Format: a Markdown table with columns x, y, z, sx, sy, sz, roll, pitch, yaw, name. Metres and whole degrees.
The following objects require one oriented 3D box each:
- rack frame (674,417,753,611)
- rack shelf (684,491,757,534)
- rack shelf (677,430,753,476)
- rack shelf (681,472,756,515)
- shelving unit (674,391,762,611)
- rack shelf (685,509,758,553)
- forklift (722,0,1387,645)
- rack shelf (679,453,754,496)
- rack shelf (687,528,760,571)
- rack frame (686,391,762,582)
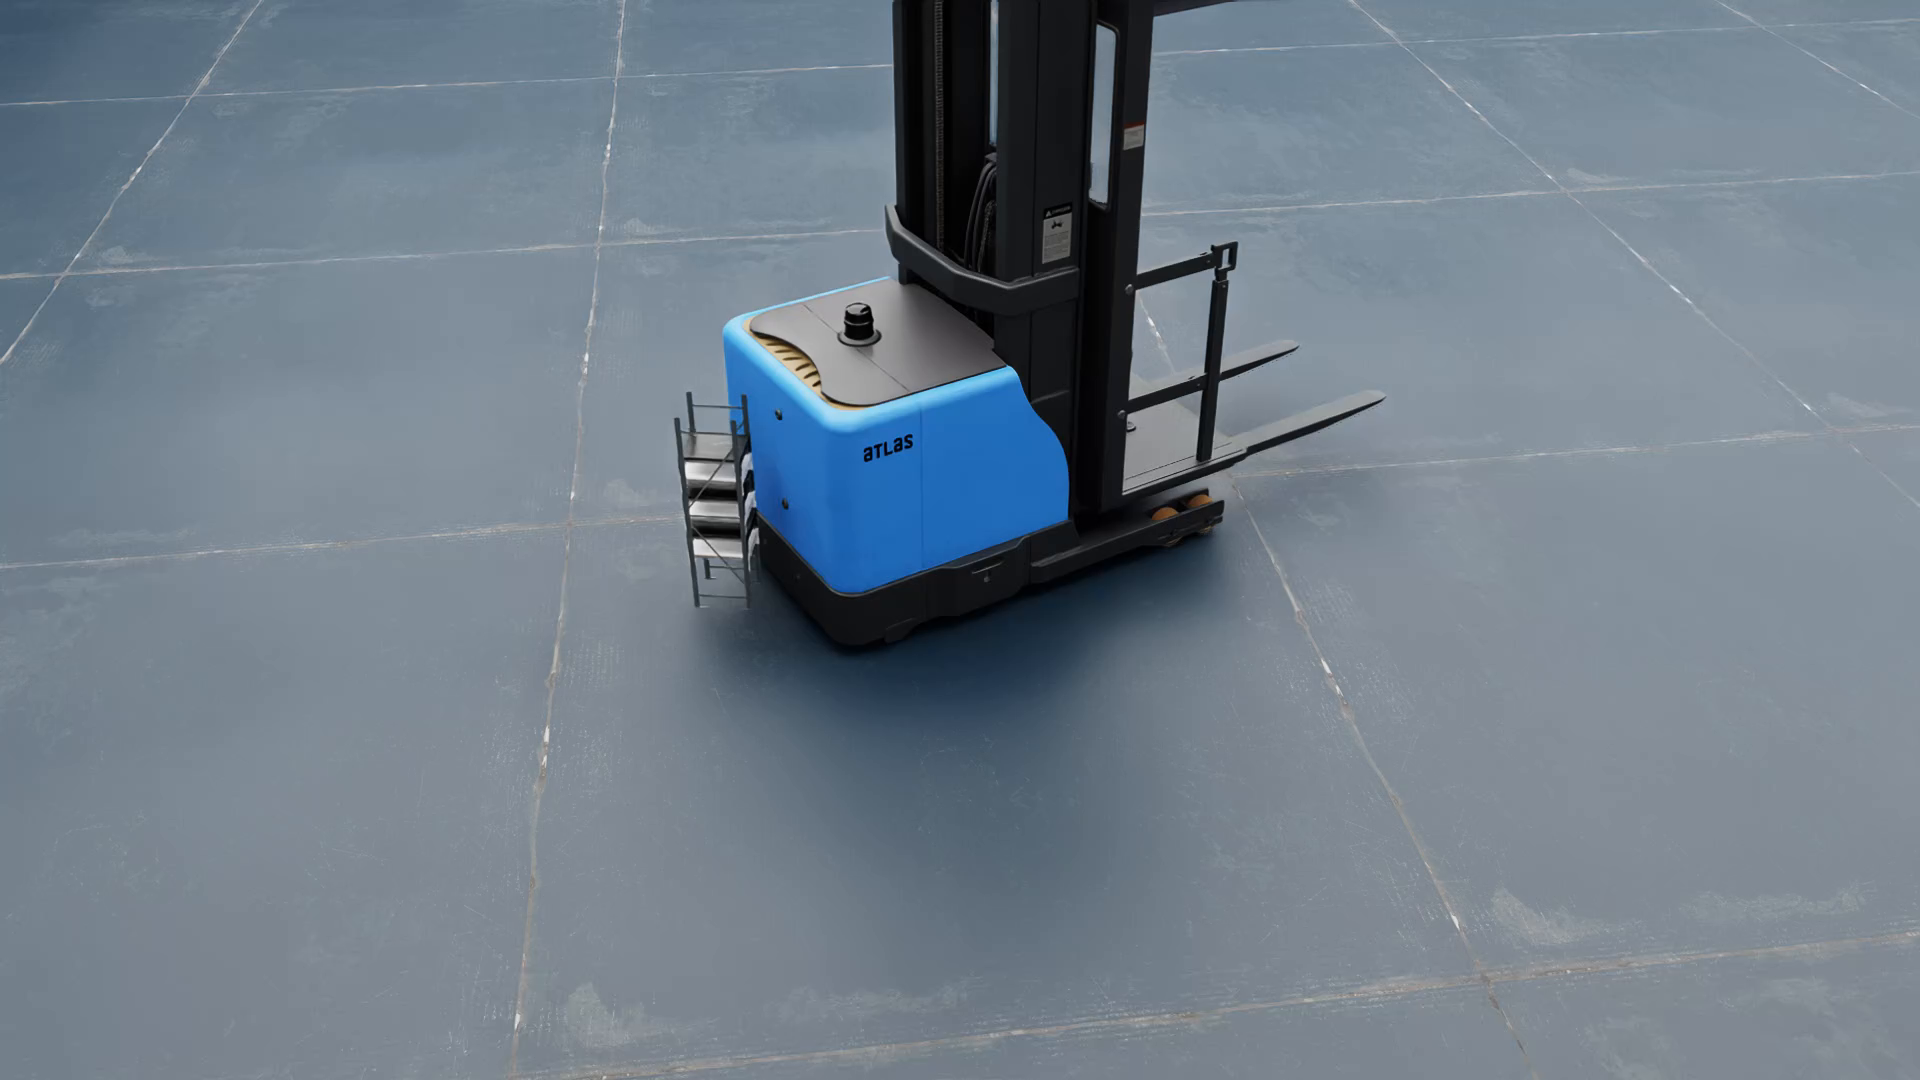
| x | y | z | sx | sy | sz | roll | pitch | yaw | name |
| --- | --- | --- | --- | --- | --- | --- | --- | --- | --- |
| -0.971 | -0.088 | 6.580 | 0.240 | 0.900 | 0.006 | 3 | 34 | 4 | rack frame |
| -0.961 | -0.118 | 6.683 | 0.258 | 0.077 | 0.200 | 3 | 34 | 4 | rack shelf |
| -0.961 | -0.341 | 6.531 | 0.258 | 0.077 | 0.200 | 3 | 34 | 4 | rack shelf |
| -0.961 | -0.192 | 6.632 | 0.258 | 0.077 | 0.200 | 3 | 34 | 4 | rack shelf |
| -0.961 | -0.145 | 6.664 | 0.258 | 0.900 | 0.210 | 3 | 34 | 4 | shelving unit |
| -0.961 | -0.043 | 6.733 | 0.258 | 0.077 | 0.200 | 3 | 34 | 4 | rack shelf |
| 0.557 | -1.417 | 6.727 | 3.031 | 2.935 | 1.130 | -19 | 39 | -26 | forklift |
| -0.961 | -0.266 | 6.581 | 0.258 | 0.077 | 0.200 | 3 | 34 | 4 | rack shelf |
| -0.961 | 0.031 | 6.784 | 0.258 | 0.077 | 0.200 | 3 | 34 | 4 | rack shelf |
| -0.952 | -0.202 | 6.748 | 0.240 | 0.900 | 0.006 | 3 | 34 | 4 | rack frame |
